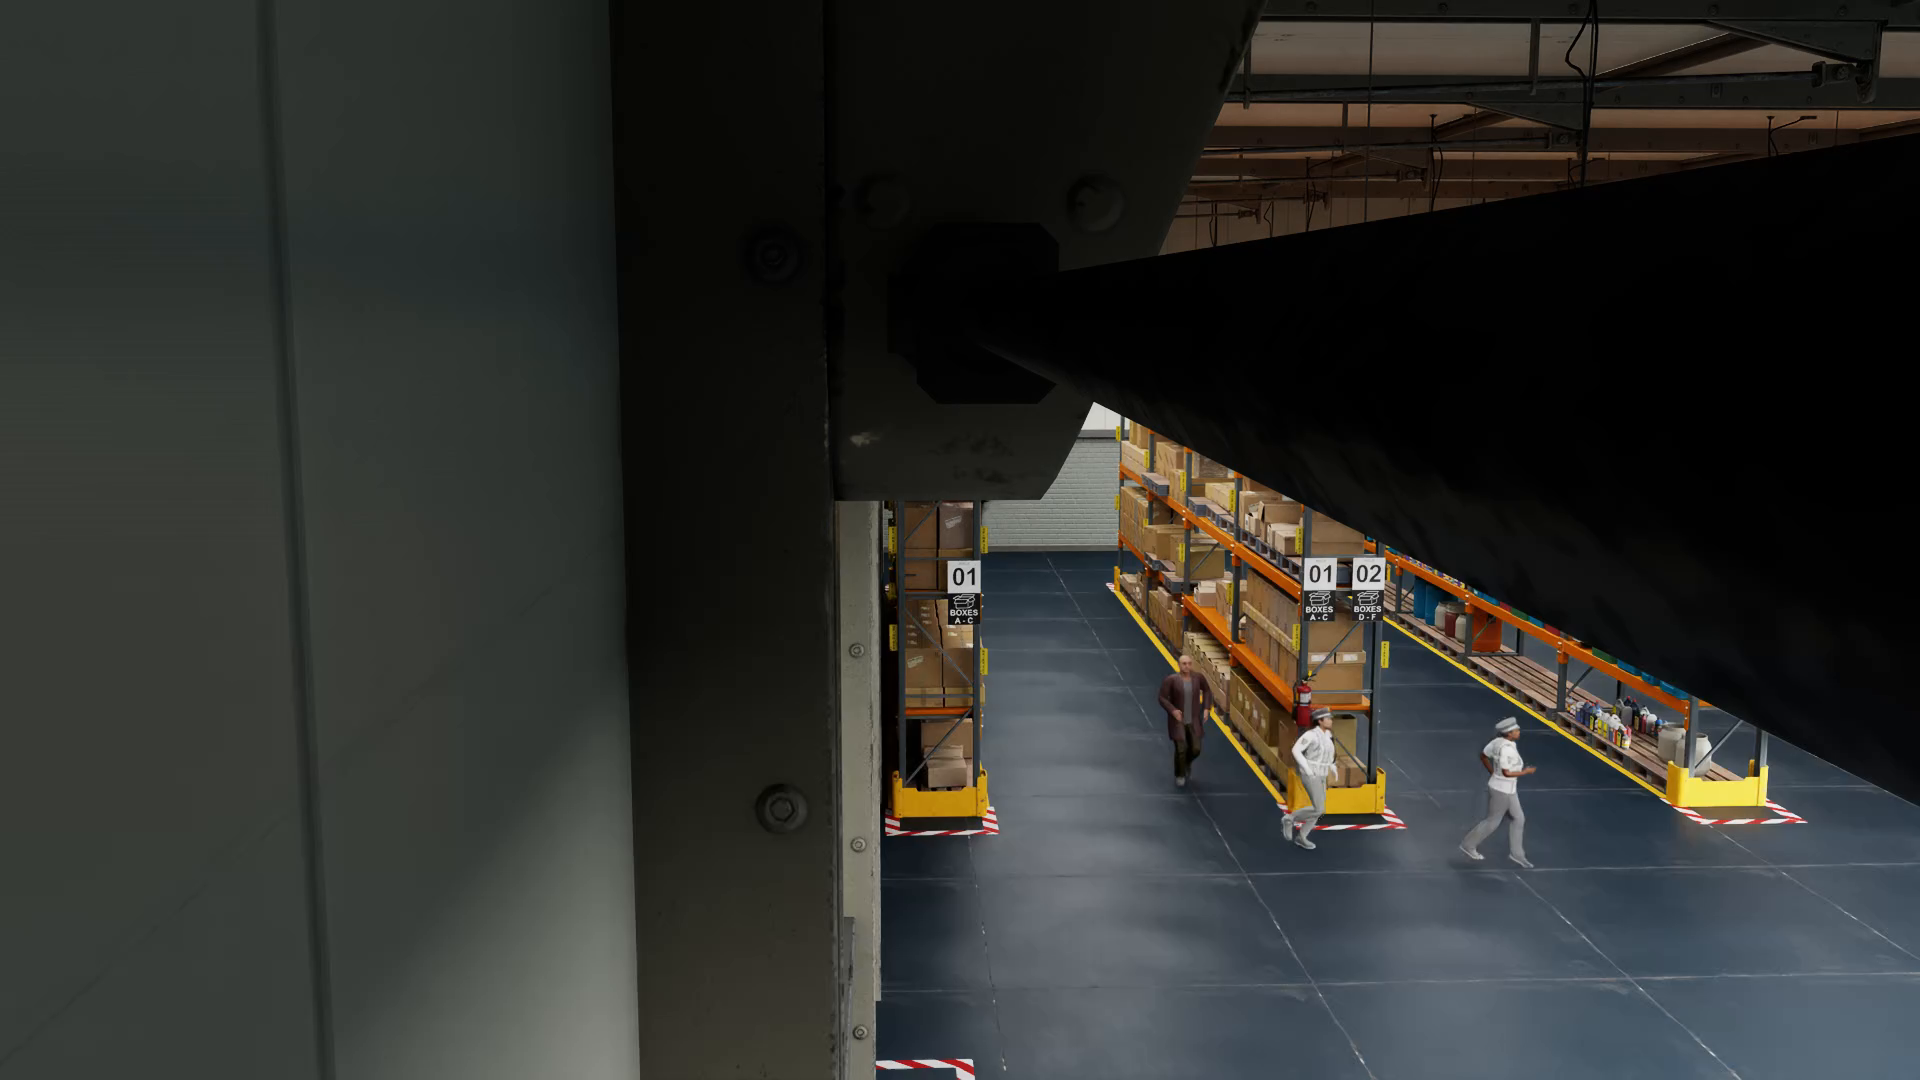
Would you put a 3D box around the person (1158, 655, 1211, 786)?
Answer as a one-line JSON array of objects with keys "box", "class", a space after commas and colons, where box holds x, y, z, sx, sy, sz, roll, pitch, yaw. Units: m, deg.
[{"box": [2.952, 2.378, 21.764, 0.743, 1.693, 0.651, -1, 8, -9], "class": "person"}]

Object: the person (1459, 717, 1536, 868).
[{"box": [6.039, 2.836, 18.614, 0.816, 1.747, 0.555, 2, 9, 16], "class": "person"}]

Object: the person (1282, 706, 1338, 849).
[{"box": [4.138, 2.745, 19.439, 0.523, 1.641, 0.673, 7, 11, 40], "class": "person"}]
